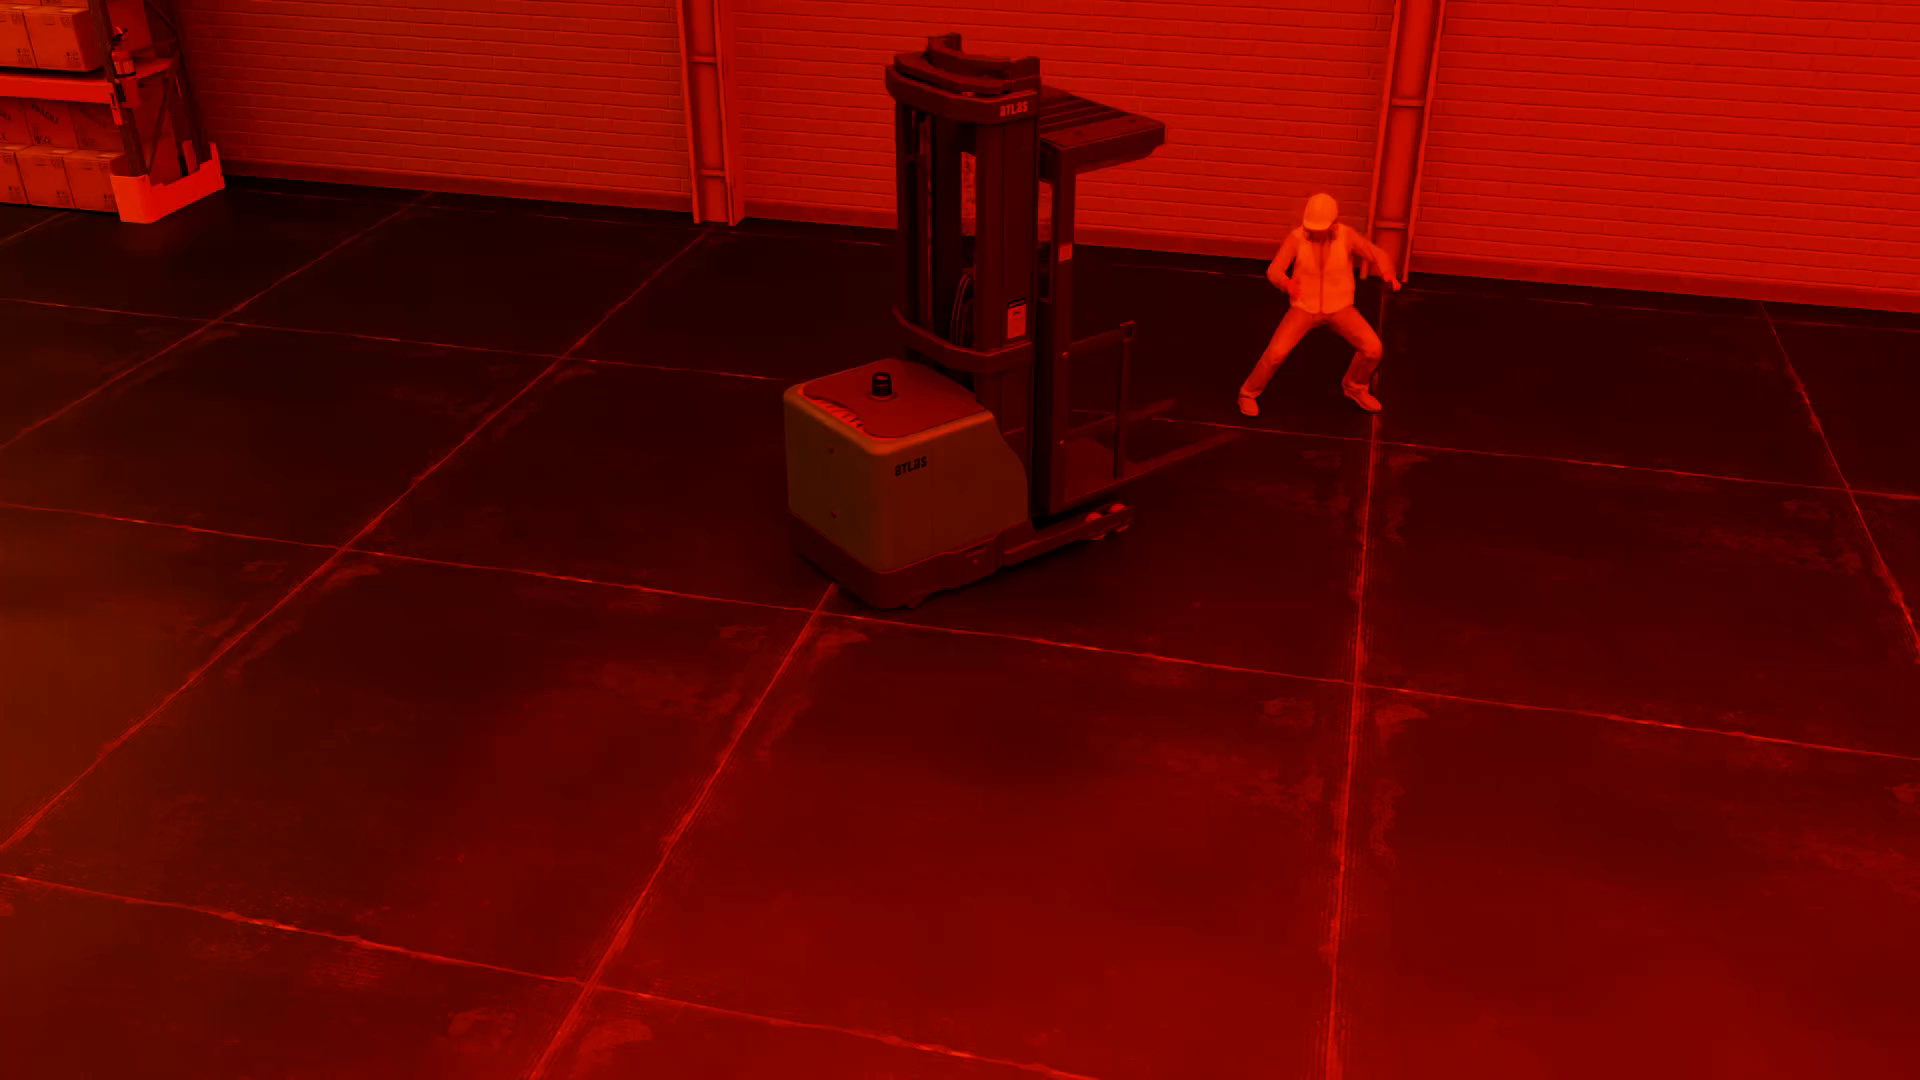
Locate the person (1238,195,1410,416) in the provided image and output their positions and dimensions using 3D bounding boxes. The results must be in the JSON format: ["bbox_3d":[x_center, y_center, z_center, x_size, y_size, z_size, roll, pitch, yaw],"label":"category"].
[{"bbox_3d":[2.569,-1.593,11.393,1.170,1.543,0.705,9,31,16],"label":"person"}]

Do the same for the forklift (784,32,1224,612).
[{"bbox_3d":[0.415,-1.480,9.782,3.031,2.935,1.130,-24,37,-36],"label":"forklift"}]
